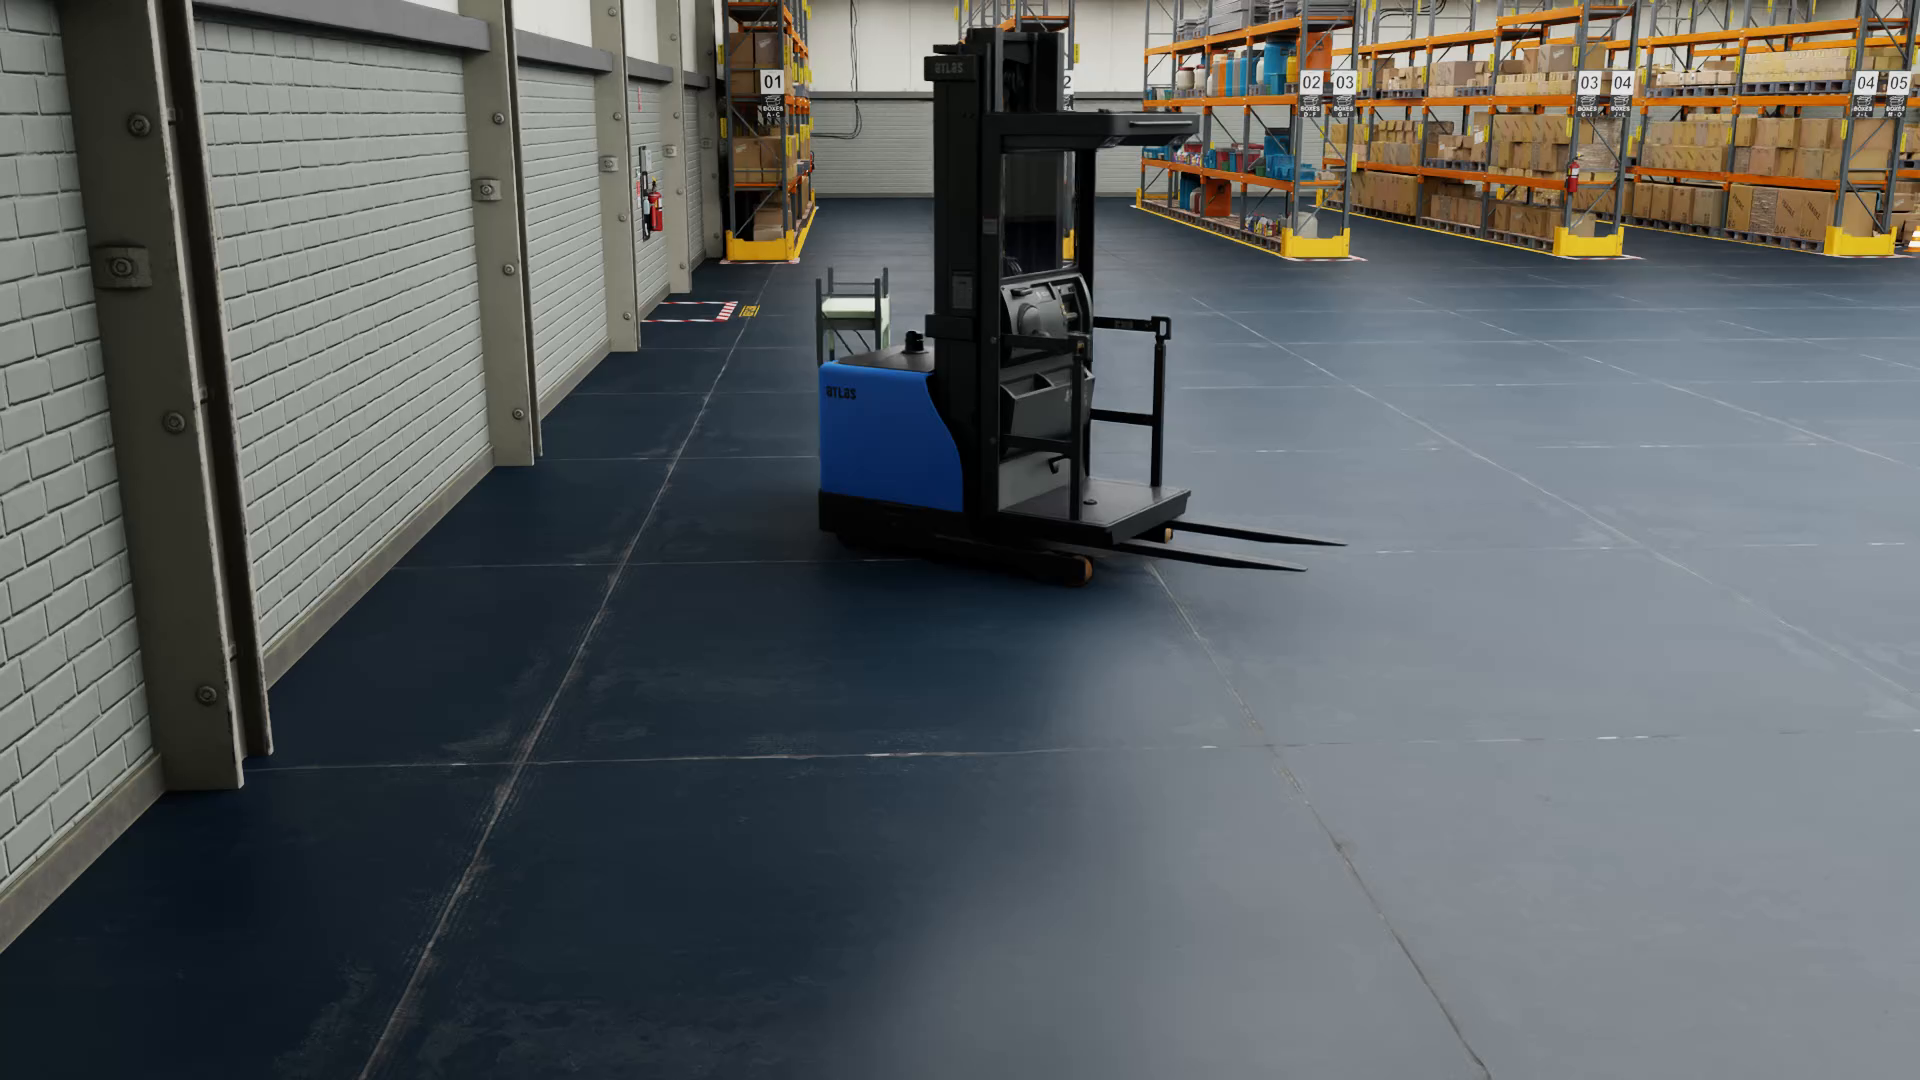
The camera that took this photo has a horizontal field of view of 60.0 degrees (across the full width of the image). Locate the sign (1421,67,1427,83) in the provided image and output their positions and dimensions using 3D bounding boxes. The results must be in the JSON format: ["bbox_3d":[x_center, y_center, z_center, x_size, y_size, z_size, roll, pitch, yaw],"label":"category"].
[{"bbox_3d":[10.287,-10.313,36.873,0.100,0.325,0.005,-1,14,-3],"label":"sign"}]

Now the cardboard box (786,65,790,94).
[{"bbox_3d":[-3.263,-8.091,29.192,0.500,0.500,0.500,0,14,0],"label":"cardboard box"}]

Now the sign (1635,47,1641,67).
[{"bbox_3d":[11.878,-8.473,29.163,0.100,0.325,0.005,-1,14,-3],"label":"sign"}]

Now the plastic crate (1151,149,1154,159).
[{"bbox_3d":[5.170,-10.045,43.264,0.416,0.233,0.300,-1,14,-3],"label":"plastic crate"}]

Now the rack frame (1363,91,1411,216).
[{"bbox_3d":[10.593,-9.573,41.212,1.000,3.000,0.127,-1,14,-3],"label":"rack frame"}]

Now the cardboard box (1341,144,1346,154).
[{"bbox_3d":[10.210,-10.132,43.088,0.500,0.250,0.500,-1,14,-5],"label":"cardboard box"}]

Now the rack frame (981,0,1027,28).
[{"bbox_3d":[0.954,-11.331,36.008,1.000,3.000,0.127,-1,14,-3],"label":"rack frame"}]

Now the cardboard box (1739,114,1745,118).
[{"bbox_3d":[20.200,-10.836,42.614,0.380,0.149,0.250,-1,14,-4],"label":"cardboard box"}]

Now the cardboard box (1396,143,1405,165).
[{"bbox_3d":[10.503,-8.999,38.780,0.500,0.500,0.500,-1,14,-5],"label":"cardboard box"}]

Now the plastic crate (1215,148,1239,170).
[{"bbox_3d":[5.693,-8.126,35.461,0.402,0.464,0.583,-1,14,-3],"label":"plastic crate"}]

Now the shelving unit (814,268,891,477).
[{"bbox_3d":[-0.685,-0.987,10.852,0.431,1.500,0.755,0,14,1],"label":"shelving unit"}]

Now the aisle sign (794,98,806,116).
[{"bbox_3d":[-4.191,-11.620,43.951,0.394,0.787,0.004,-1,14,-3],"label":"aisle sign"}]

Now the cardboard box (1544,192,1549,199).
[{"bbox_3d":[15.150,-8.798,42.482,0.380,0.149,0.250,-1,14,-5],"label":"cardboard box"}]

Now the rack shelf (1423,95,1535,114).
[{"bbox_3d":[10.965,-9.185,35.129,1.077,0.370,4.000,-1,14,-3],"label":"rack shelf"}]

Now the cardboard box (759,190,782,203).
[{"bbox_3d":[-3.835,-7.012,33.887,0.500,0.250,0.500,-1,14,-5],"label":"cardboard box"}]

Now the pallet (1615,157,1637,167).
[{"bbox_3d":[15.648,-8.712,38.252,1.213,0.211,1.003,-1,14,-3],"label":"pallet"}]

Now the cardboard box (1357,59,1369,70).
[{"bbox_3d":[10.461,-12.181,42.581,0.500,0.250,0.500,-1,14,-5],"label":"cardboard box"}]

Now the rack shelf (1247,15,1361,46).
[{"bbox_3d":[6.270,-9.373,30.641,1.077,0.370,4.000,-1,14,-3],"label":"rack shelf"}]

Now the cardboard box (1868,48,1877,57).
[{"bbox_3d":[16.576,-8.759,29.891,0.380,0.149,0.250,-1,14,-3],"label":"cardboard box"}]

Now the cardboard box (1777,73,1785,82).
[{"bbox_3d":[15.810,-8.805,31.669,0.380,0.149,0.250,-1,14,-3],"label":"cardboard box"}]

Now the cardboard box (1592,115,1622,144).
[{"bbox_3d":[11.575,-7.406,29.987,0.500,0.500,0.500,-1,14,-3],"label":"cardboard box"}]

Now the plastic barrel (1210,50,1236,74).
[{"bbox_3d":[5.866,-10.507,37.118,0.600,0.830,0.708,-1,14,-3],"label":"plastic barrel"}]

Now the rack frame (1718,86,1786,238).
[{"bbox_3d":[16.046,-7.635,33.680,1.000,3.000,0.127,-1,14,-3],"label":"rack frame"}]

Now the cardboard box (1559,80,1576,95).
[{"bbox_3d":[11.054,-8.084,29.709,0.500,0.250,0.500,-1,14,-2],"label":"cardboard box"}]

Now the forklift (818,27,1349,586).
[{"bbox_3d":[0.668,-1.320,9.274,3.031,2.935,1.130,9,17,31],"label":"forklift"}]

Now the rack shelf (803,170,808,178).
[{"bbox_3d":[-4.114,-8.498,38.477,1.077,0.370,4.000,-1,14,-3],"label":"rack shelf"}]

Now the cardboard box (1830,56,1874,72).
[{"bbox_3d":[15.984,-8.533,29.813,0.500,0.250,0.500,-1,14,-3],"label":"cardboard box"}]

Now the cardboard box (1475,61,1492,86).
[{"bbox_3d":[11.100,-9.642,34.412,0.797,0.503,0.637,0,14,-1],"label":"cardboard box"}]

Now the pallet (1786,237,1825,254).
[{"bbox_3d":[16.166,-5.487,30.929,1.003,0.211,1.213,-1,14,-3],"label":"pallet"}]

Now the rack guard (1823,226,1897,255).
[{"bbox_3d":[16.295,-5.423,30.101,1.175,0.500,0.348,-1,14,-3],"label":"rack guard"}]

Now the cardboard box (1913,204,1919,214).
[{"bbox_3d":[20.897,-6.976,35.551,0.950,0.372,0.625,0,14,0],"label":"cardboard box"}]

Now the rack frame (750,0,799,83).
[{"bbox_3d":[-3.990,-11.254,35.707,1.000,3.000,0.127,-1,14,-3],"label":"rack frame"}]

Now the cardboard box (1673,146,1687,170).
[{"bbox_3d":[15.650,-8.186,35.623,0.500,0.500,0.500,-1,14,-4],"label":"cardboard box"}]

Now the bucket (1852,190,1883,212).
[{"bbox_3d":[18.355,-6.787,33.905,0.726,0.611,0.620,4,5,16],"label":"bucket"}]

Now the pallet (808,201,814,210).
[{"bbox_3d":[-4.358,-8.790,43.767,1.003,0.211,1.213,-1,14,-3],"label":"pallet"}]

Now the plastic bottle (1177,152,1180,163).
[{"bbox_3d":[5.321,-9.224,40.107,0.152,0.276,0.135,-1,14,-3],"label":"plastic bottle"}]

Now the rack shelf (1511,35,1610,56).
[{"bbox_3d":[15.426,-12.677,42.688,1.077,0.370,4.000,-1,14,-3],"label":"rack shelf"}]

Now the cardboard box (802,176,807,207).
[{"bbox_3d":[-4.068,-8.346,39.916,0.750,0.750,0.750,-1,14,-3],"label":"cardboard box"}]

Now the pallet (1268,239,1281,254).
[{"bbox_3d":[6.297,-5.382,30.520,1.003,0.211,1.213,-1,14,-3],"label":"pallet"}]

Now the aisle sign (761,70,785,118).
[{"bbox_3d":[-3.191,-7.605,28.346,0.394,0.787,0.004,-1,14,-3],"label":"aisle sign"}]

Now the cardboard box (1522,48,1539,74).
[{"bbox_3d":[11.372,-9.363,32.574,0.500,0.500,0.500,-1,14,-5],"label":"cardboard box"}]

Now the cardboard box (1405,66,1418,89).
[{"bbox_3d":[10.590,-10.646,38.322,0.500,0.500,0.500,0,14,0],"label":"cardboard box"}]

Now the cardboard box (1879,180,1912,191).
[{"bbox_3d":[25.148,-9.424,44.809,0.700,0.500,0.500,0,14,-1],"label":"cardboard box"}]

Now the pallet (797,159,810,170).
[{"bbox_3d":[-3.840,-8.080,35.796,1.213,0.211,1.003,-1,14,-3],"label":"pallet"}]

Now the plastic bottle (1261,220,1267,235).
[{"bbox_3d":[5.845,-5.954,31.729,0.152,0.276,0.135,-1,14,-5],"label":"plastic bottle"}]

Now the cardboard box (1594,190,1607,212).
[{"bbox_3d":[15.419,-8.042,39.438,0.500,0.500,0.500,-2,15,-6],"label":"cardboard box"}]

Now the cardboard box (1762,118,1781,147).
[{"bbox_3d":[16.081,-7.867,32.113,0.875,0.550,0.550,-1,14,-3],"label":"cardboard box"}]

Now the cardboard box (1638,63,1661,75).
[{"bbox_3d":[15.514,-10.598,37.440,0.396,0.266,0.258,-1,14,-3],"label":"cardboard box"}]

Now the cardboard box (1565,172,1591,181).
[{"bbox_3d":[11.113,-6.534,29.908,0.380,0.149,0.250,-1,14,-3],"label":"cardboard box"}]

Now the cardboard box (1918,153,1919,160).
[{"bbox_3d":[20.603,-8.134,35.283,0.380,0.149,0.250,-1,14,-3],"label":"cardboard box"}]

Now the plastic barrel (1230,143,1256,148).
[{"bbox_3d":[6.229,-8.457,36.602,0.600,0.536,0.708,-1,14,-3],"label":"plastic barrel"}]

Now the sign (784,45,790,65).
[{"bbox_3d":[-2.953,-8.243,28.272,0.100,0.325,0.005,-1,14,-3],"label":"sign"}]

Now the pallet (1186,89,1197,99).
[{"bbox_3d":[5.869,-10.382,38.717,1.003,0.211,1.213,-1,14,-3],"label":"pallet"}]
